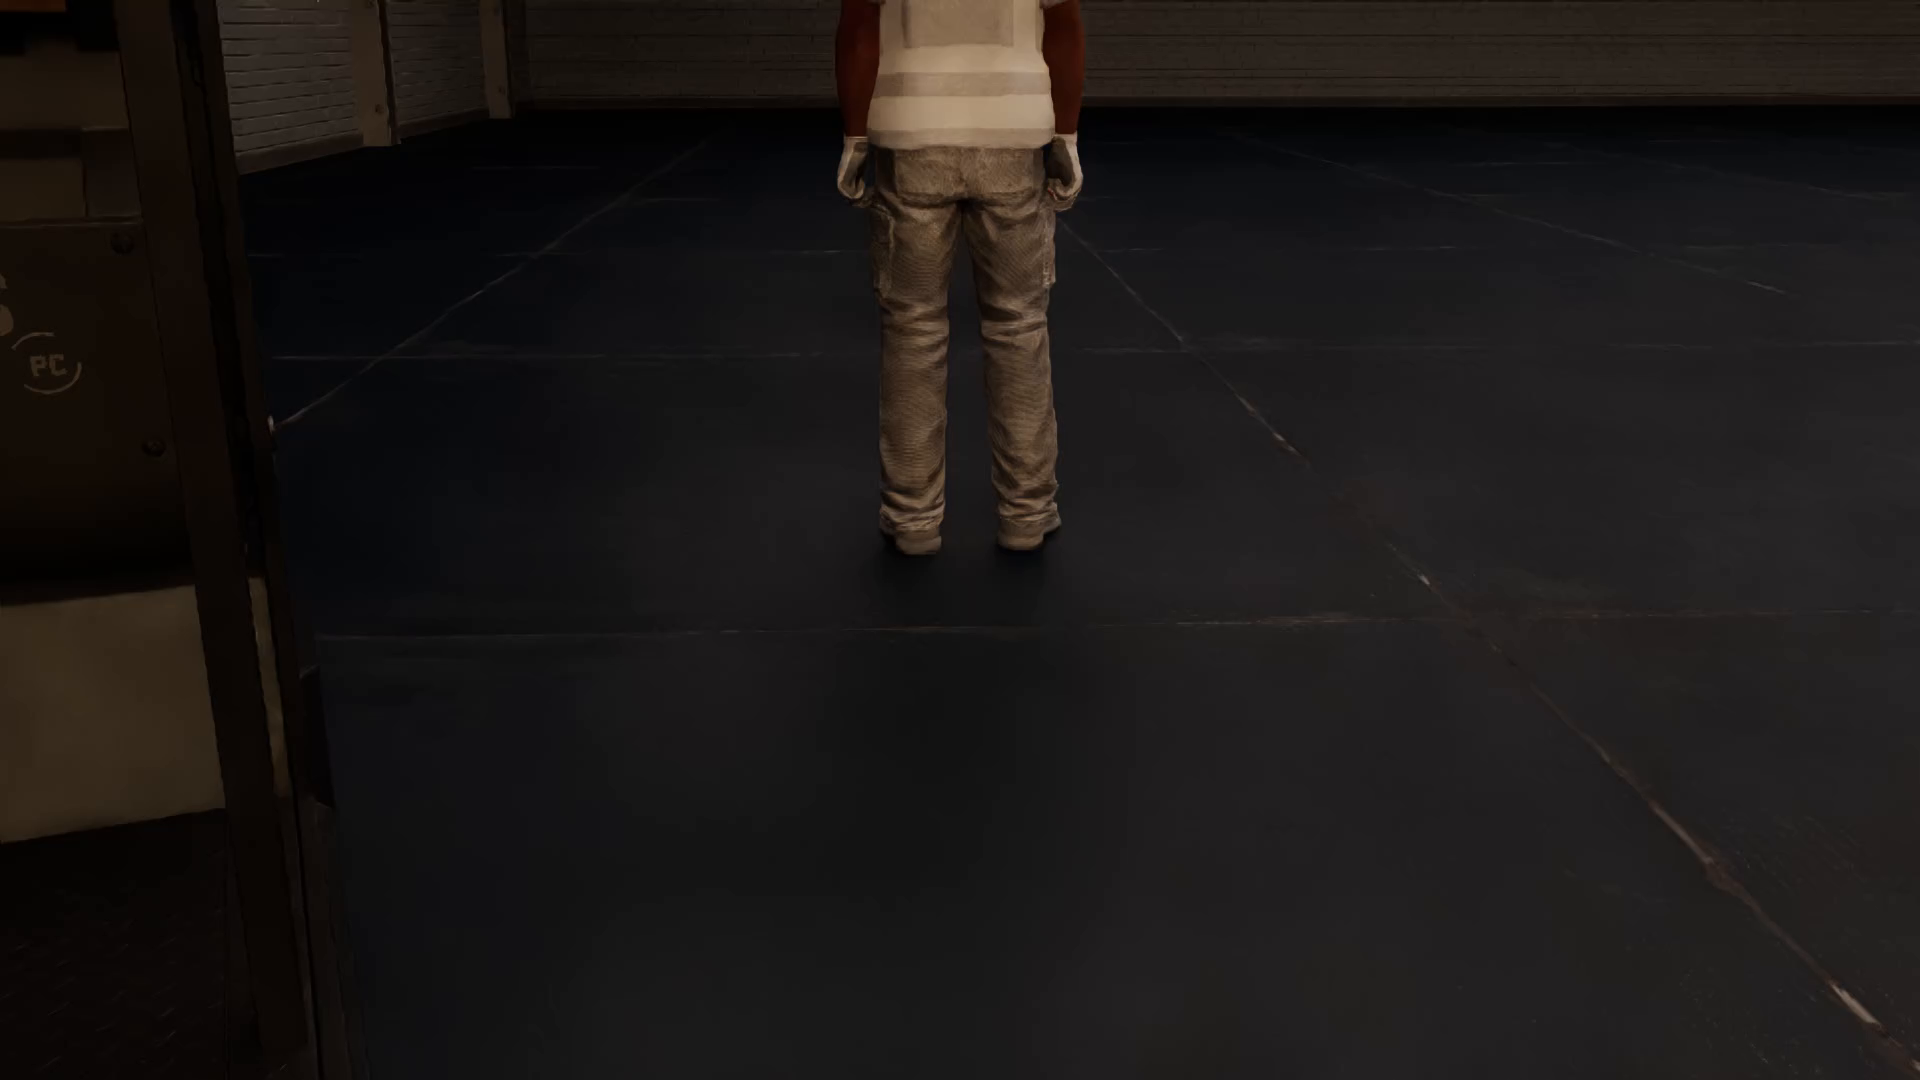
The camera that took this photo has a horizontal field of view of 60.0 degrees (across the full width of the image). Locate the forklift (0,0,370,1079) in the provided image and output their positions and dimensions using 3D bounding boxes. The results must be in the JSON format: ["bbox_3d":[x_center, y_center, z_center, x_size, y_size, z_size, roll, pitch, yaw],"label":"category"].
[{"bbox_3d":[-1.115,-0.668,1.090,1.130,2.935,3.031,-7,18,-22],"label":"forklift"}]

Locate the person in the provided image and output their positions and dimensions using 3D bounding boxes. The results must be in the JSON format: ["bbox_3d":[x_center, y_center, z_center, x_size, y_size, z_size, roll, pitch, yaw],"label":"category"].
[{"bbox_3d":[-0.002,-0.858,3.669,0.546,1.790,0.365,-1,17,-3],"label":"person"}]
